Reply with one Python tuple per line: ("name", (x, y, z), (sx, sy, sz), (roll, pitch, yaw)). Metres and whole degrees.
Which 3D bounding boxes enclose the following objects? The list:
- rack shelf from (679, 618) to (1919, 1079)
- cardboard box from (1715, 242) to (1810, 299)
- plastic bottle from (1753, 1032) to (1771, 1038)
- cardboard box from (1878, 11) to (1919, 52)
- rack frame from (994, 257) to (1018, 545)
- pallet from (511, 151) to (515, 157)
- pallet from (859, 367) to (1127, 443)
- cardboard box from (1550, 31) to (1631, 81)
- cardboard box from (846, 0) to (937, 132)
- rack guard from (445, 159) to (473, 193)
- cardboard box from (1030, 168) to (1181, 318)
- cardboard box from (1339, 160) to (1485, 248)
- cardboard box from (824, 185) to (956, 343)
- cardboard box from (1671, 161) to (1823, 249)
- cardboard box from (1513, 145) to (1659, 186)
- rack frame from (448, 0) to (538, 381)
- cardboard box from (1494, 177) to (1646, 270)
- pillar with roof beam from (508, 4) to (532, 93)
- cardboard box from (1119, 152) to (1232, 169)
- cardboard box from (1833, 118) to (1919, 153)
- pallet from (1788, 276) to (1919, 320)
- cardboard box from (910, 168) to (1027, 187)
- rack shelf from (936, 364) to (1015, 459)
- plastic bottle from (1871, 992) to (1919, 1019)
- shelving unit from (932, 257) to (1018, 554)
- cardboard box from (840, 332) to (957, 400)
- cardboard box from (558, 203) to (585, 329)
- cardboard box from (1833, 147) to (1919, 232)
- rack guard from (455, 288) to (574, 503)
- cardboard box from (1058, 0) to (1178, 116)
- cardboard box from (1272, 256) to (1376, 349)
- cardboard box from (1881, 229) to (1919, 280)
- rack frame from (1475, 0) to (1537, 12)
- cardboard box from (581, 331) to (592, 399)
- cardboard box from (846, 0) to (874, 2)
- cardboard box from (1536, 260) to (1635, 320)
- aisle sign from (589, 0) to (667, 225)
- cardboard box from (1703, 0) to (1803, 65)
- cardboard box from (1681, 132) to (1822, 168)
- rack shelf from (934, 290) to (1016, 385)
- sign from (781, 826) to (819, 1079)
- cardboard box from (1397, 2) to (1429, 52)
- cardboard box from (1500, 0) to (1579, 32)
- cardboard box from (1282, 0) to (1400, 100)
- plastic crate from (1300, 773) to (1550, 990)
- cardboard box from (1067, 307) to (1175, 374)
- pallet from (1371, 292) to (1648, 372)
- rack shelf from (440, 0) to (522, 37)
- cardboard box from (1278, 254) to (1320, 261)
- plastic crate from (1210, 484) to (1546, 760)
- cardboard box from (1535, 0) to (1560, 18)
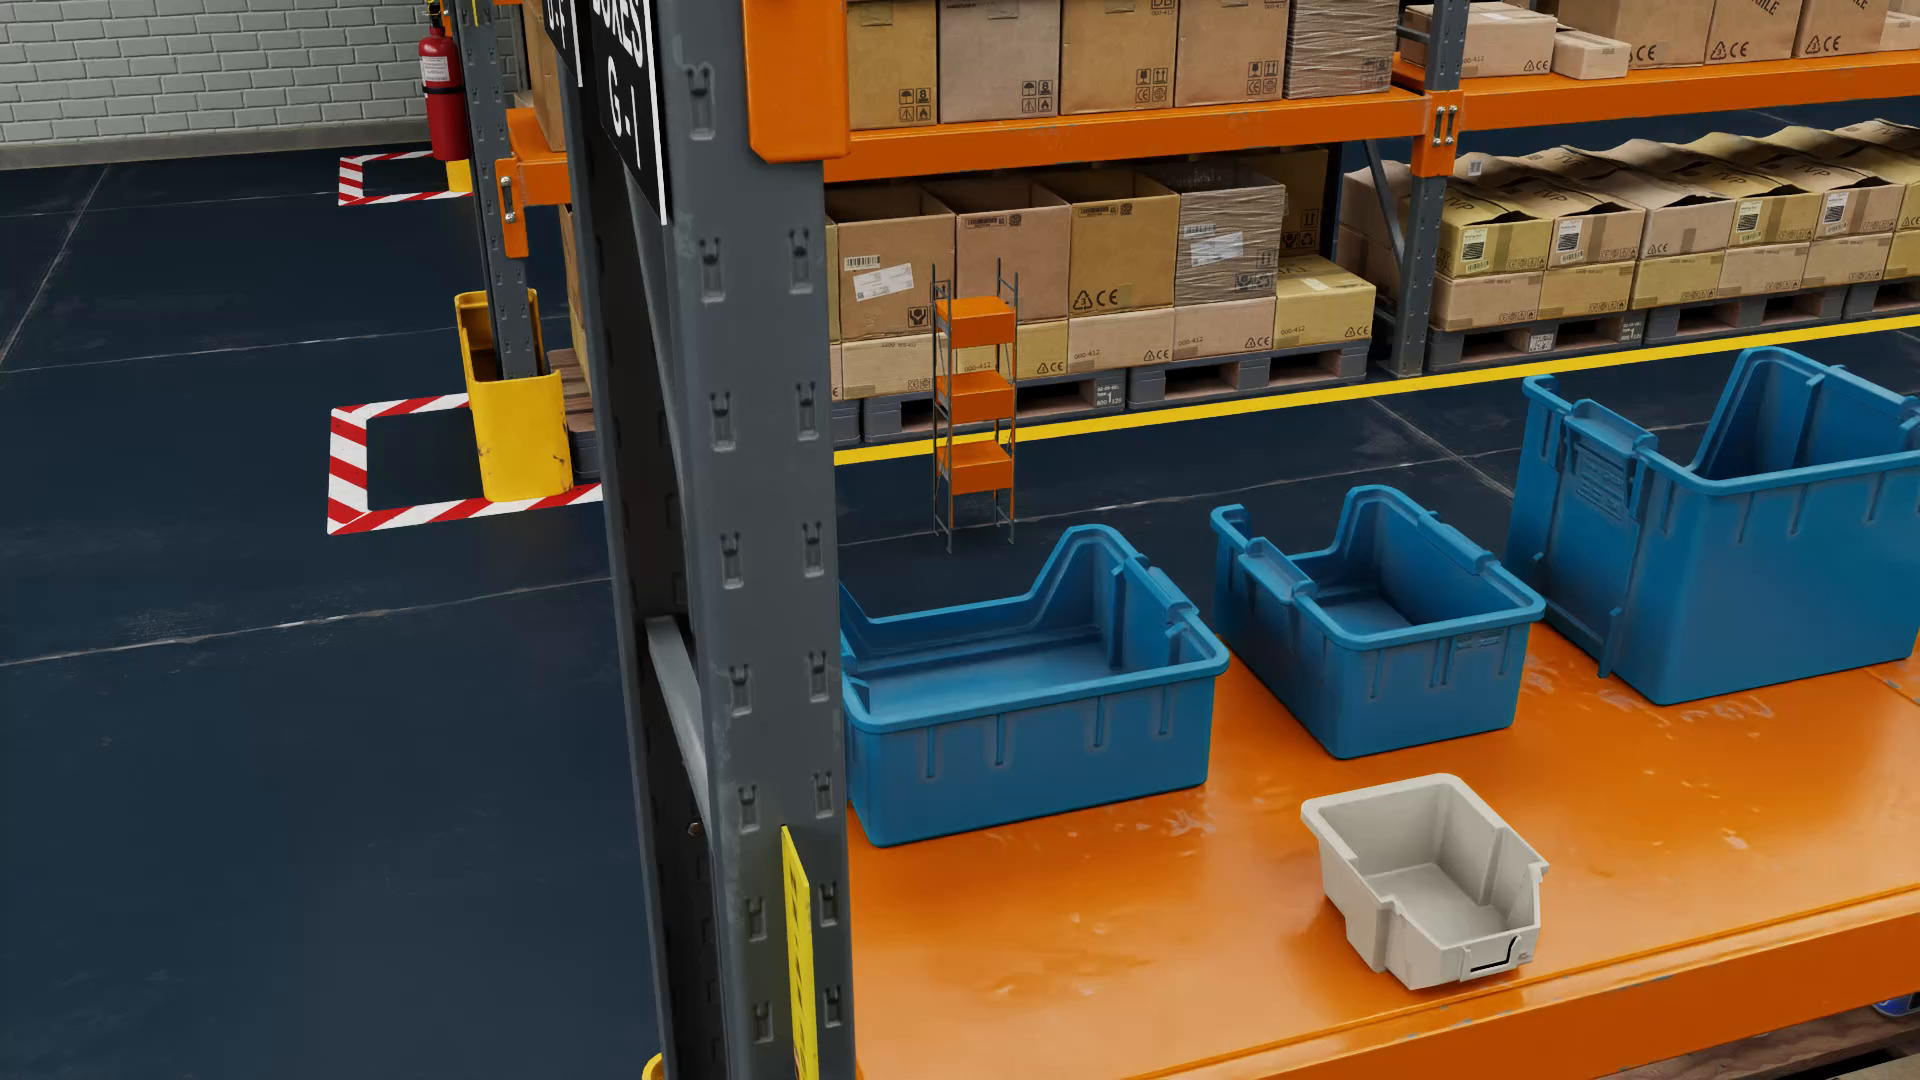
("rack shelf", (1.577, 0.384, 2.912), (4.000, 0.370, 1.077), (-8, 28, -16))
("cardboard box", (3.871, -1.428, 8.372), (0.500, 0.250, 0.500), (-8, 27, -15))
("plastic bottle", (1.722, 0.963, 3.588), (0.097, 0.201, 0.097), (0, 26, 0))
("cardboard box", (4.557, -2.547, 8.290), (0.250, 0.149, 0.380), (-6, 27, -12))
("rack frame", (0.167, -0.494, 6.065), (0.008, 1.050, 0.200), (-8, 28, -16))
("pallet", (-2.537, -2.710, 11.471), (1.213, 0.211, 1.003), (-8, 28, -16))
("pallet", (0.017, -0.798, 7.620), (1.213, 0.211, 1.003), (-8, 28, -16))
("cardboard box", (2.854, -2.231, 7.654), (0.250, 0.149, 0.380), (-8, 28, -16))
("cardboard box", (-0.435, -2.001, 6.796), (0.500, 0.500, 0.700), (-8, 28, -16))
("rack guard", (-3.320, -2.742, 11.212), (0.348, 0.500, 1.175), (-8, 28, -16))
("cardboard box", (0.622, -1.310, 7.292), (0.500, 0.500, 0.500), (-8, 28, -16))
("cardboard box", (2.245, -1.693, 8.276), (0.500, 0.311, 0.500), (-8, 28, -16))
("cardboard box", (-0.330, -1.174, 7.017), (0.500, 0.500, 0.500), (-8, 28, -16))
("cardboard box", (3.880, -1.680, 8.250), (0.500, 0.311, 0.500), (-7, 27, -15))
("cardboard box", (3.213, -1.835, 8.562), (0.500, 0.311, 0.500), (-8, 28, -16))
("rack frame", (-1.855, -1.757, 6.417), (0.127, 3.000, 1.000), (-8, 28, -16))
("cardboard box", (2.896, -1.534, 7.956), (0.500, 0.311, 0.500), (-9, 28, -17))
("pillar with roof beam", (-1.662, -5.180, 6.565), (0.400, 9.000, 9.100), (-8, 28, -16))
("cardboard box", (0.937, -1.597, 7.870), (0.500, 0.500, 0.500), (-8, 28, -16))
("cardboard box", (5.163, -2.119, 9.134), (0.500, 0.311, 0.500), (-7, 27, -14))
("pallet", (4.957, -1.513, 9.061), (1.213, 0.211, 1.003), (-8, 28, -16))
("cardboard box", (-0.015, -1.462, 7.598), (0.500, 0.500, 0.500), (-8, 28, -16))
("rack shelf", (0.051, -0.468, 6.036), (0.240, 0.259, 0.215), (-8, 28, -16))
("plastic bottle", (2.069, 0.889, 3.655), (0.135, 0.276, 0.152), (-8, 28, -16))
("shelving unit", (0.051, -0.478, 6.031), (0.252, 1.050, 0.215), (-8, 28, -16))
("cardboard box", (-0.326, -0.833, 7.174), (0.500, 0.250, 0.500), (-8, 28, -16))
("cardboard box", (-1.437, -1.250, 7.170), (0.500, 0.500, 0.500), (-8, 28, -16))
("cardboard box", (4.838, -1.816, 8.524), (0.500, 0.311, 0.500), (-9, 28, -17))
("rack guard", (-1.878, -0.635, 6.966), (0.348, 0.500, 1.175), (-8, 28, -16))
("cardboard box", (0.551, -2.146, 7.088), (0.500, 0.500, 0.700), (-8, 27, -15))
("cardboard box", (1.575, -1.109, 7.730), (0.500, 0.250, 0.500), (-8, 28, -16))
("cardboard box", (4.838, -1.568, 8.654), (0.500, 0.250, 0.500), (-9, 28, -17))
("rack frame", (4.214, -4.953, 12.854), (0.127, 3.000, 1.000), (-8, 28, -16))
("cardboard box", (-1.276, -0.694, 6.894), (0.500, 0.250, 0.500), (-8, 28, -16))
("cardboard box", (-0.434, -2.199, 6.463), (0.250, 0.149, 0.380), (-9, 28, -18))
("cardboard box", (2.895, -1.285, 8.086), (0.500, 0.250, 0.500), (-8, 27, -15))
("aisle sign", (-0.302, -0.693, 1.350), (0.004, 0.787, 0.394), (-8, 28, -16))
("cardboard box", (3.661, -2.593, 7.988), (0.500, 0.500, 0.500), (-8, 28, -16))
("cardboard box", (4.180, -1.974, 8.842), (0.500, 0.311, 0.500), (-9, 28, -17))
("rack shelf", (0.051, -0.722, 5.910), (0.240, 0.259, 0.215), (-8, 28, -16))
("sign", (-0.158, 0.447, 1.666), (0.005, 0.325, 0.100), (-8, 28, -16))
("cardboard box", (3.546, -3.909, 13.067), (0.500, 0.500, 0.700), (-8, 27, -15))
("cardboard box", (2.727, -2.447, 7.956), (0.258, 0.266, 0.396), (-9, 28, -17))
("cardboard box", (1.528, -2.289, 7.376), (0.500, 0.500, 0.700), (-9, 28, -17))
("plastic crate", (0.626, 0.468, 2.230), (0.250, 0.136, 0.298), (-8, 28, -16))
("cardboard box", (0.626, -0.969, 7.448), (0.500, 0.250, 0.500), (-8, 28, -16))
("pallet", (2.637, -1.177, 8.384), (1.213, 0.211, 1.003), (-8, 28, -16))
("rack shelf", (-1.491, -3.805, 11.349), (4.000, 0.370, 1.077), (-8, 28, -16))
("cardboard box", (1.413, -1.329, 8.174), (0.500, 0.250, 0.500), (-8, 28, -16))
("plastic crate", (0.678, 0.122, 2.799), (0.408, 0.251, 0.499), (-8, 28, -16))
("cardboard box", (4.954, -4.224, 13.330), (0.750, 0.750, 0.750), (-9, 28, -17))
